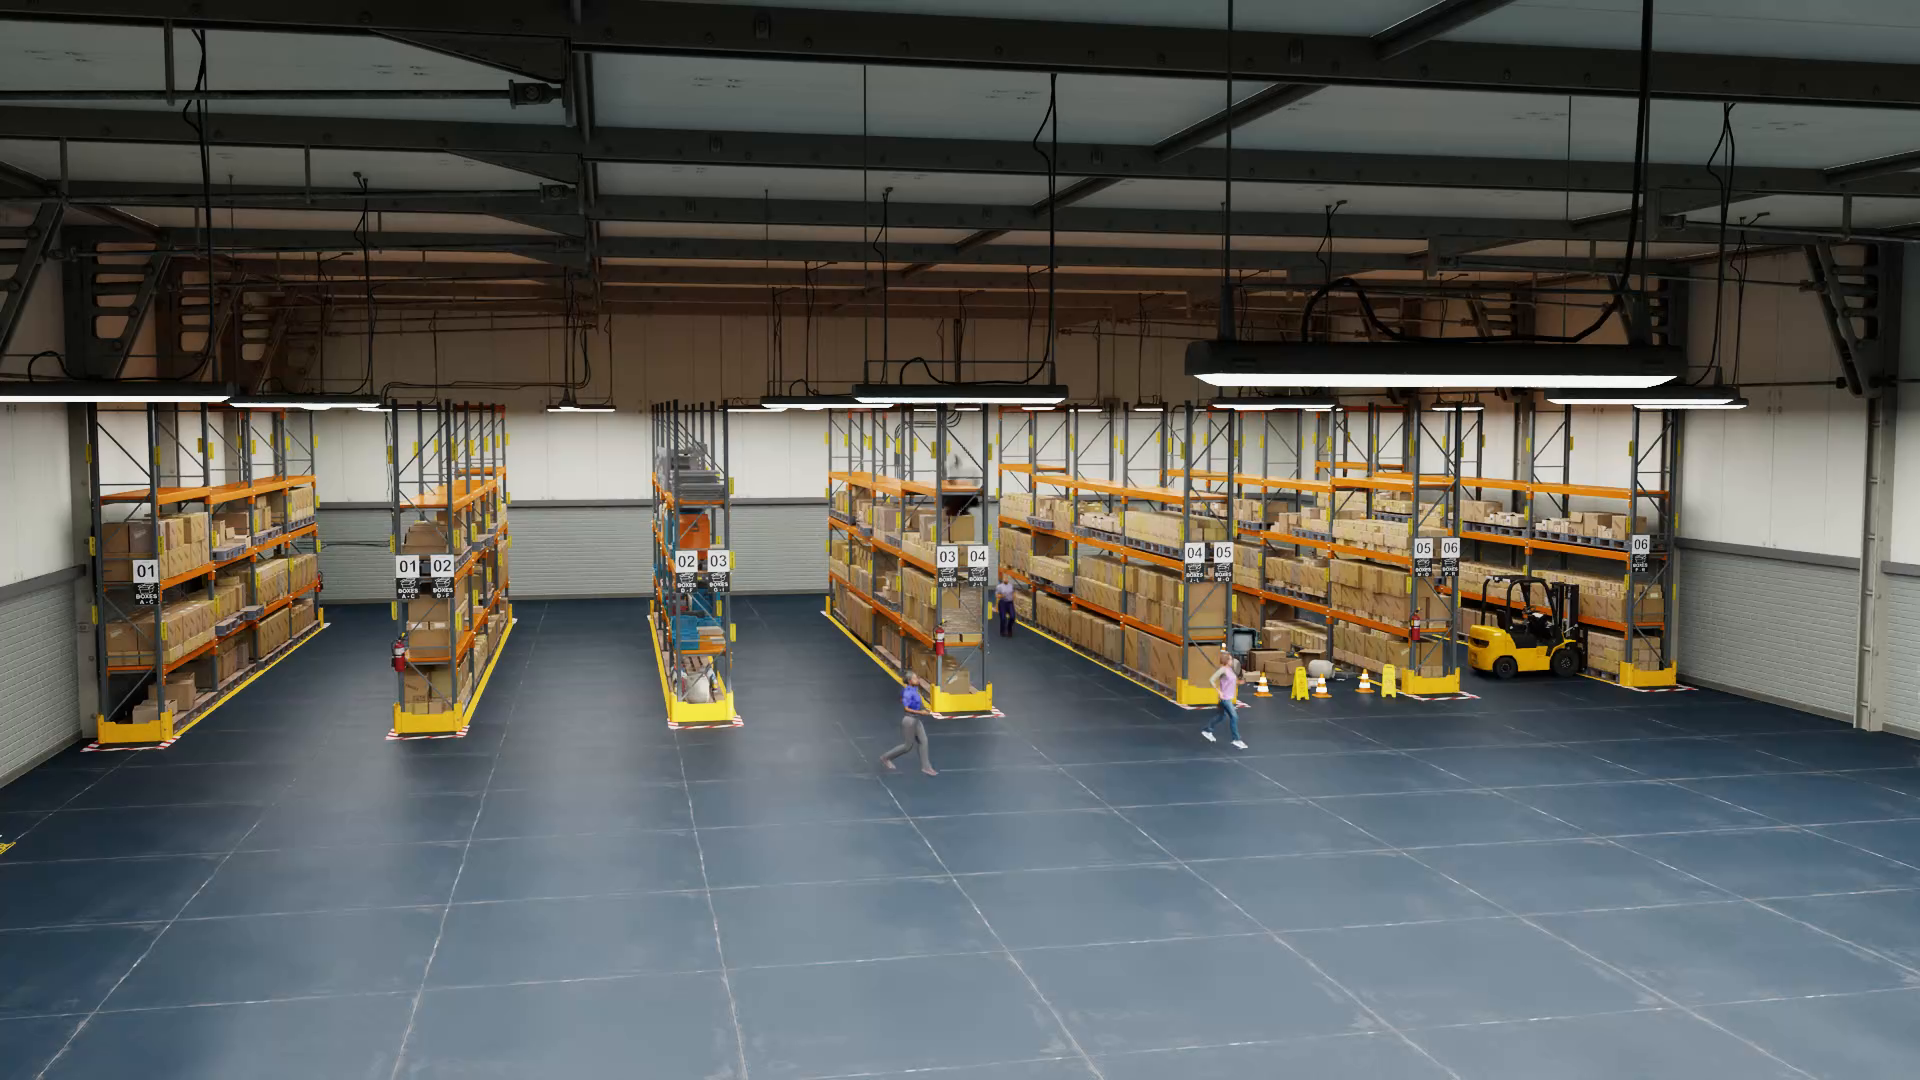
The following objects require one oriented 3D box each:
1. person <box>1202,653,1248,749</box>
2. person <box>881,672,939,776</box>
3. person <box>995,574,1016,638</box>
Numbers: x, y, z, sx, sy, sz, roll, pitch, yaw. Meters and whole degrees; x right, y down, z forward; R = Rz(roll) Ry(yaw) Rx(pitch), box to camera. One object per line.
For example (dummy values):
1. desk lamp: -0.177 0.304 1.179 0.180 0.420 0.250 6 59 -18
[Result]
1. person: 4.560 2.760 28.601 0.843 1.586 0.524 2 5 23
2. person: -0.789 2.915 26.364 0.930 1.666 0.592 1 4 11
3. person: 1.198 1.701 42.665 0.589 1.649 0.632 -1 4 -14
